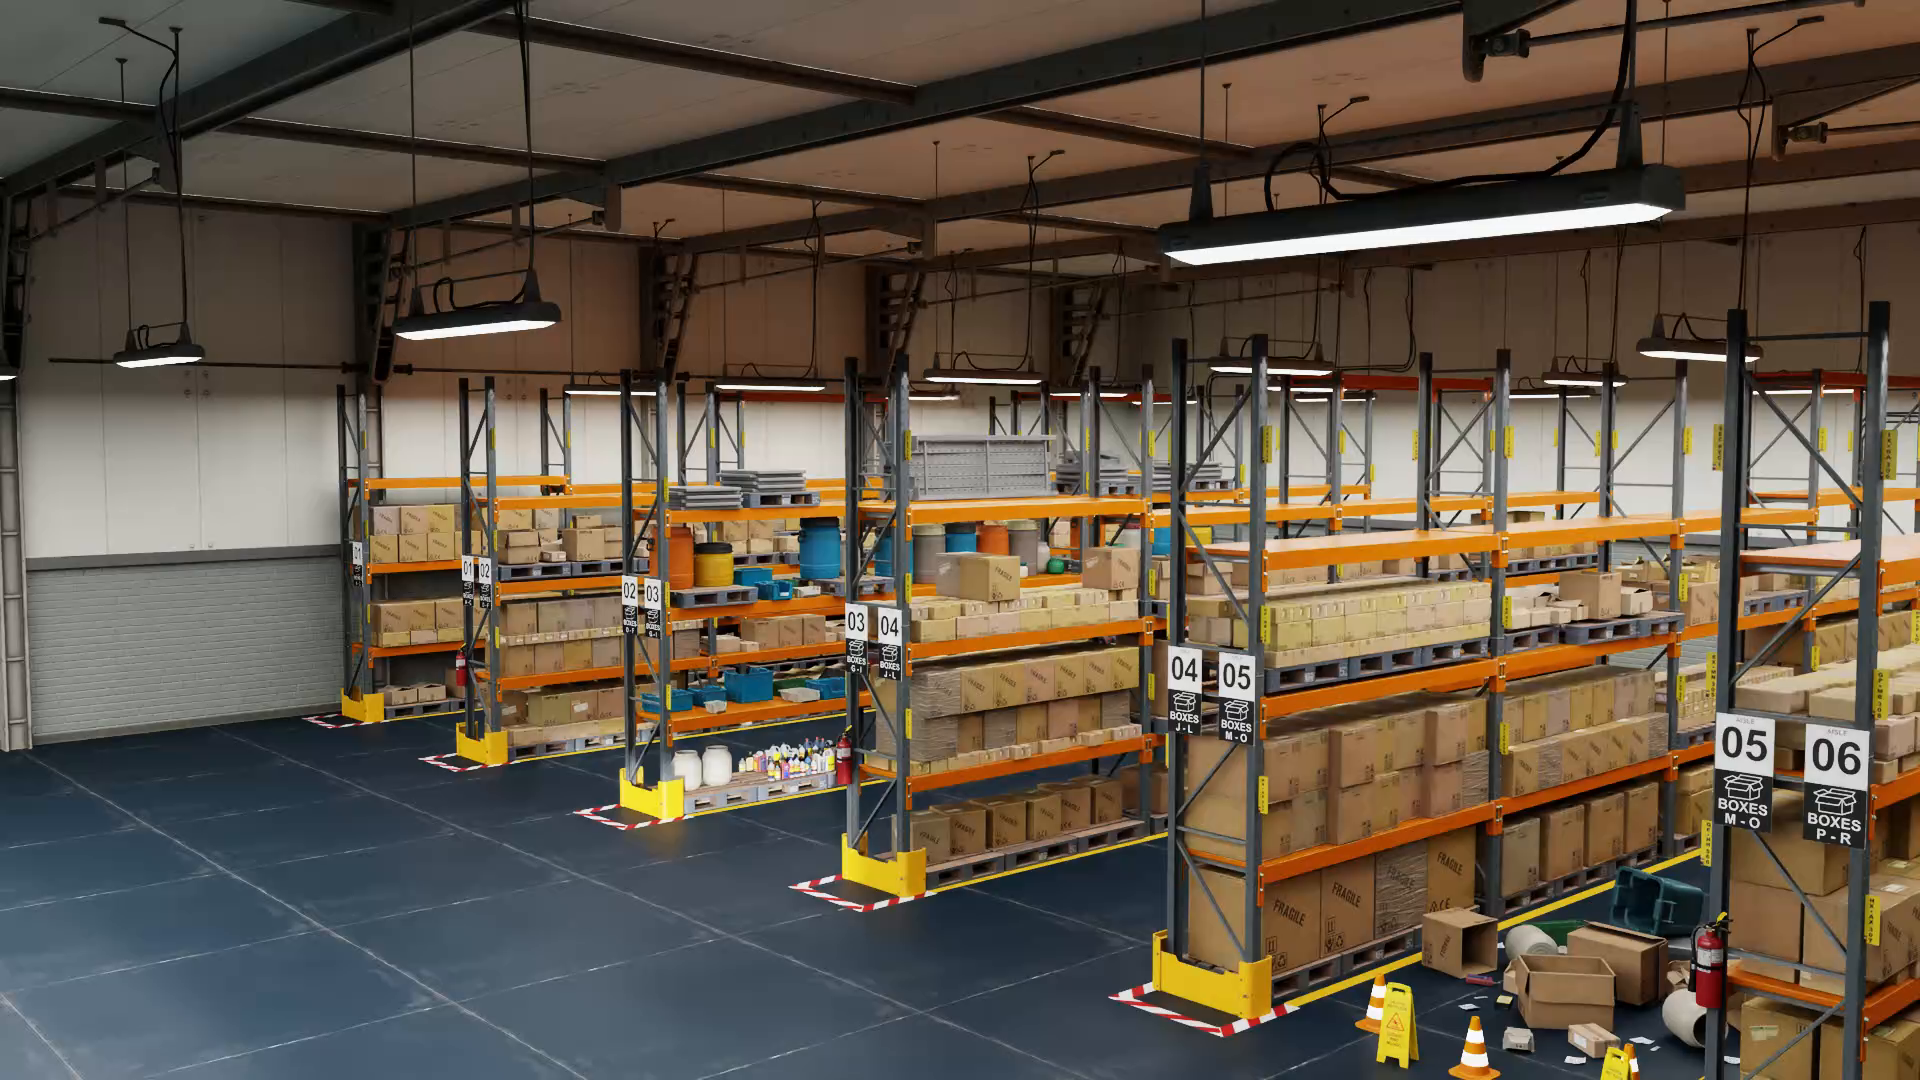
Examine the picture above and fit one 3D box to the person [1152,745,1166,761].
[{"bbox_3d":[3.058,2.733,25.280,0.588,1.535,0.815,3,5,39],"label":"person"}]
